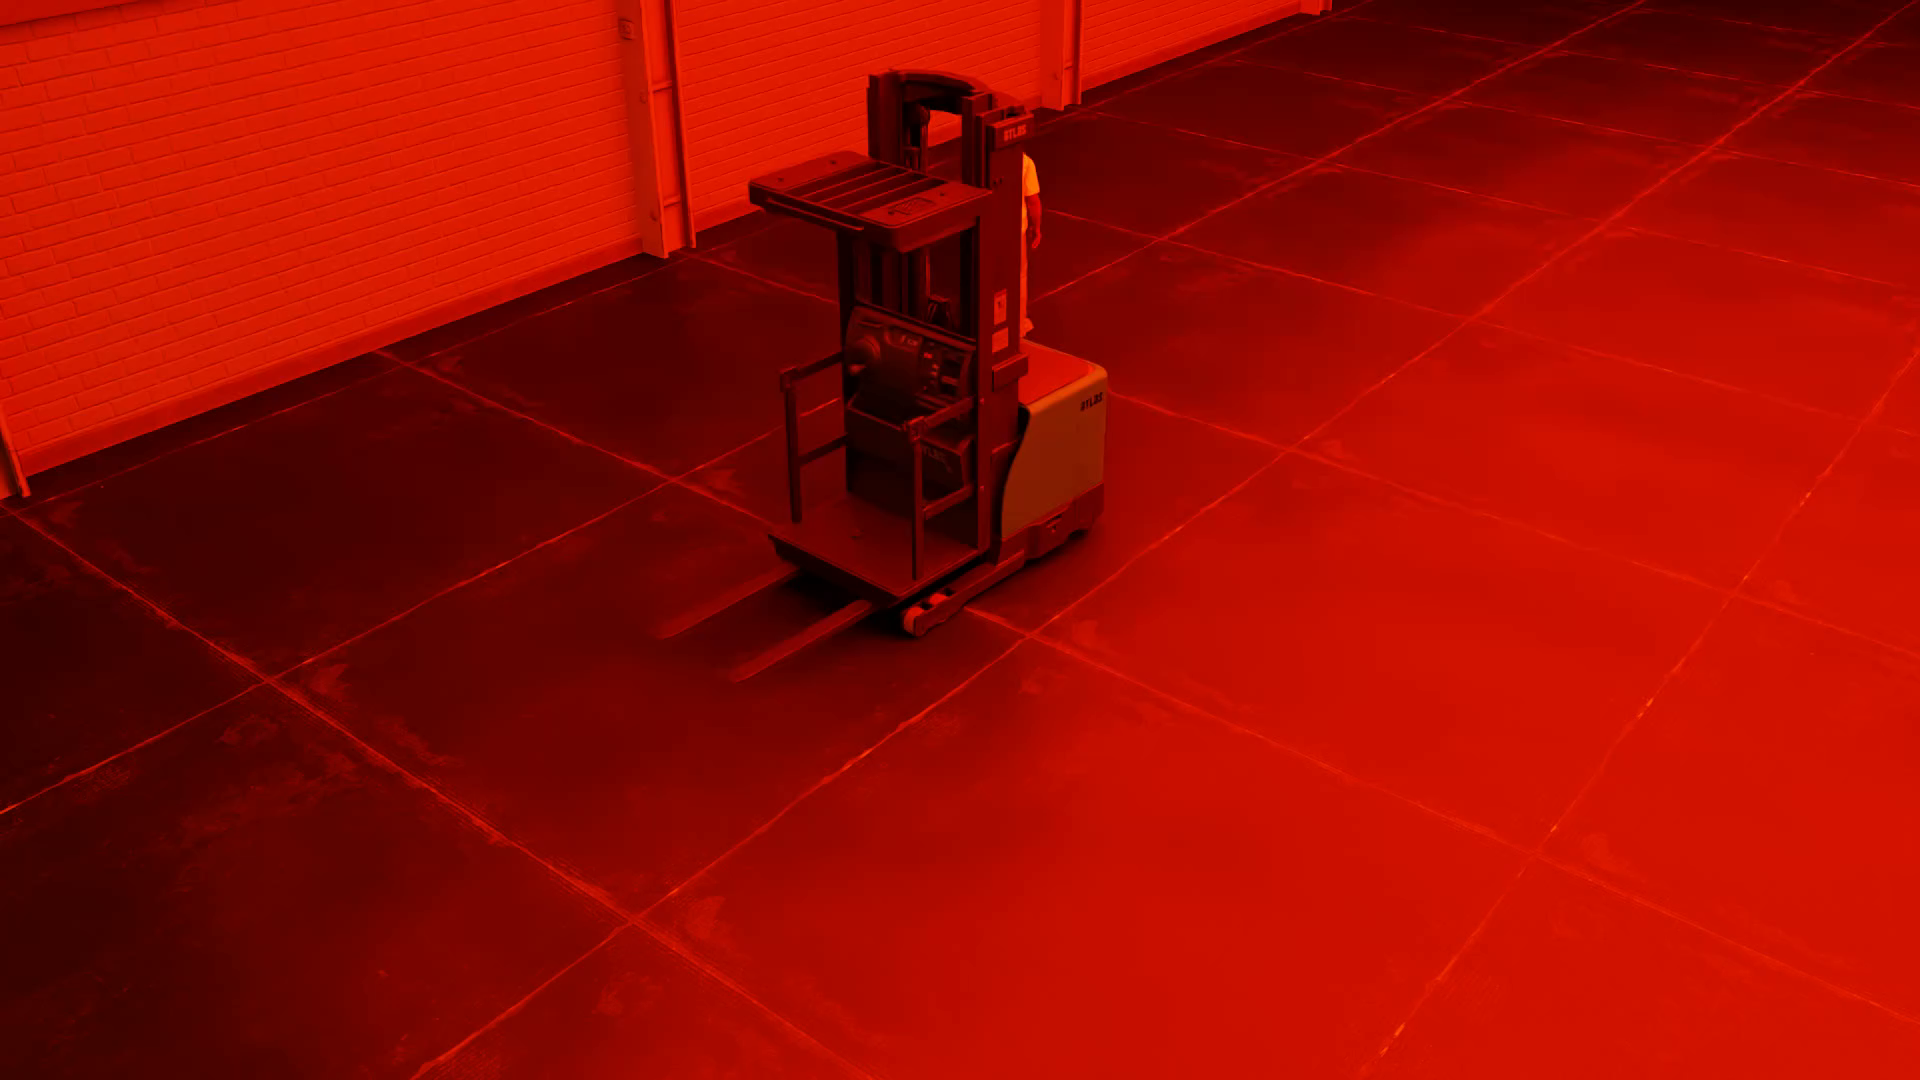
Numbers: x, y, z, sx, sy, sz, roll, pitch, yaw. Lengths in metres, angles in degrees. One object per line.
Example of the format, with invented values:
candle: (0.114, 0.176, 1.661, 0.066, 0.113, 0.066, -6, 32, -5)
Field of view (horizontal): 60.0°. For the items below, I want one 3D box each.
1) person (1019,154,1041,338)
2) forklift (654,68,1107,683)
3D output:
person: (0.316, -2.430, 12.918, 0.628, 1.759, 0.454, 3, 30, 5)
forklift: (-0.434, -1.002, 9.310, 1.130, 2.935, 3.031, 24, 38, 35)
